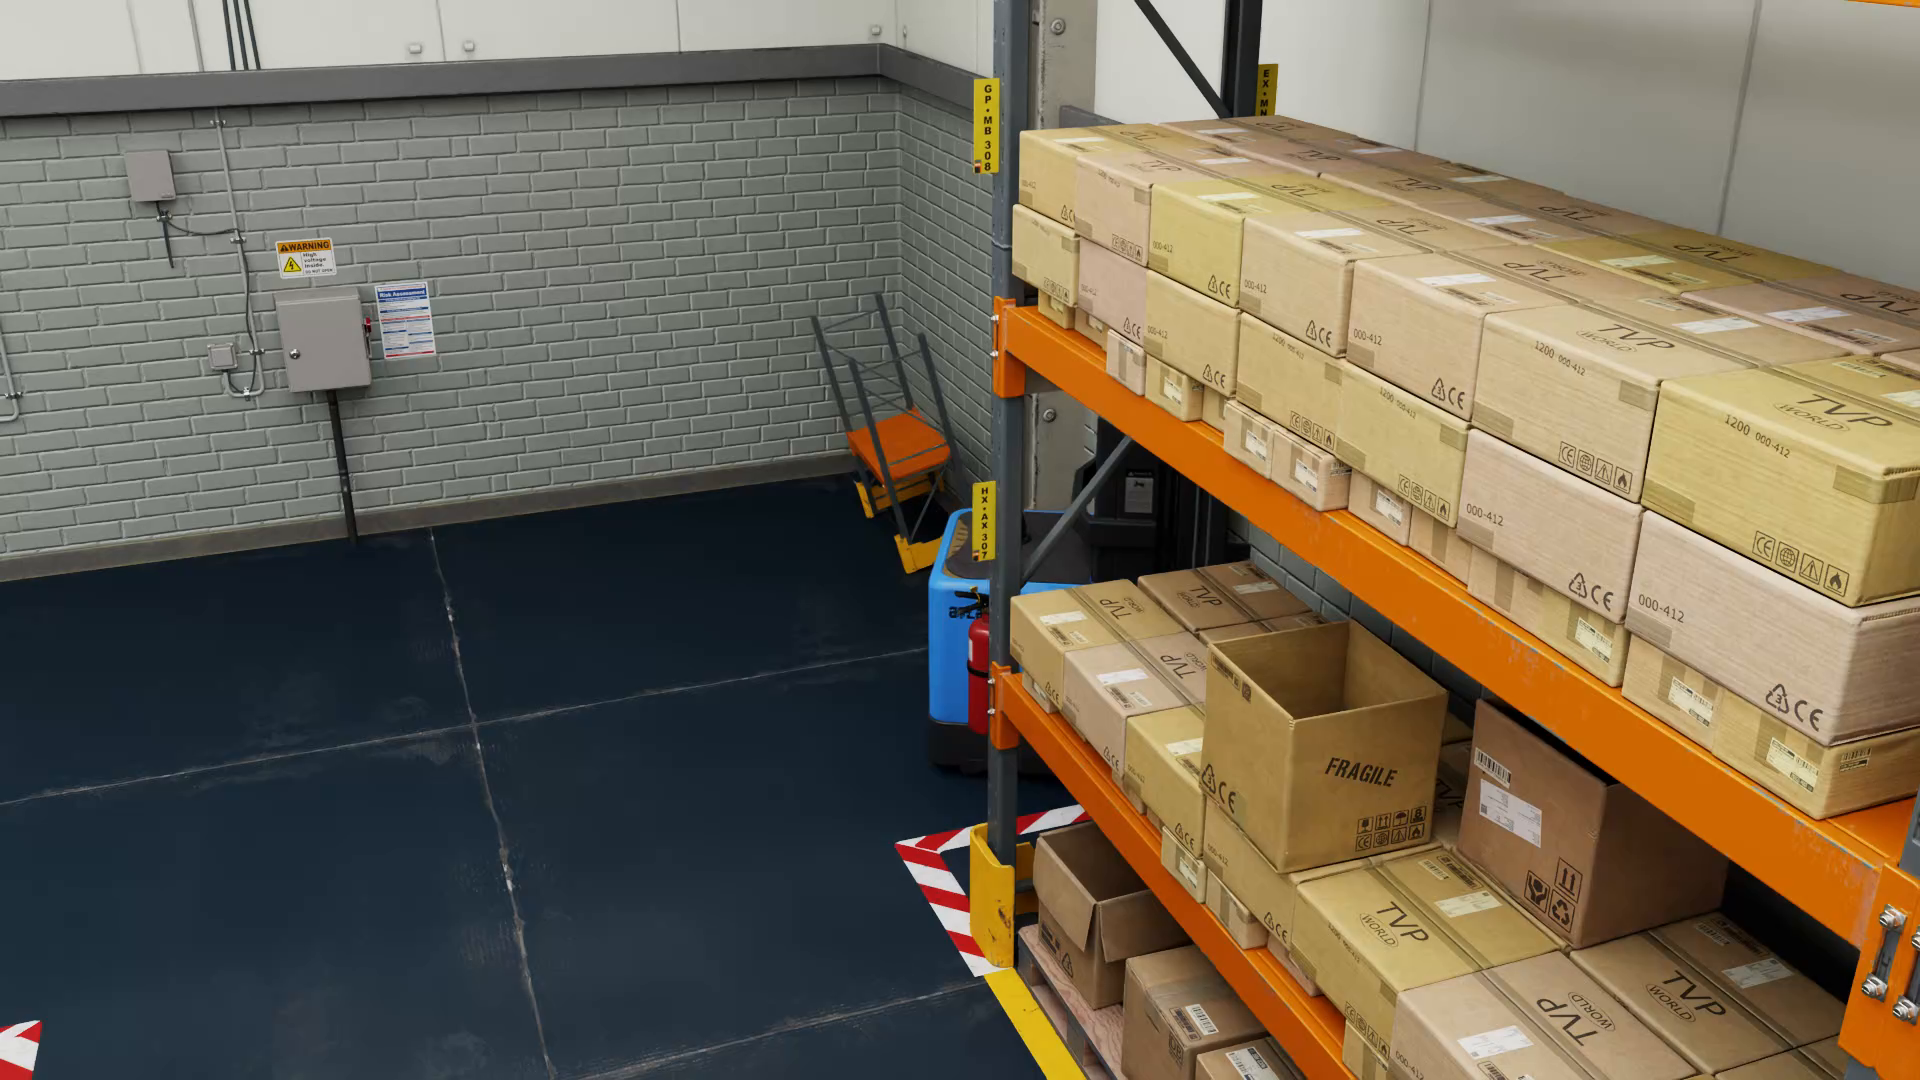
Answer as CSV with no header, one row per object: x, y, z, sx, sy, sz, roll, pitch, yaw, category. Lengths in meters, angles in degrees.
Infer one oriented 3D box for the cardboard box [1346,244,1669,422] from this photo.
1.255,-0.493,3.861,0.500,0.250,0.500,-8,24,-18,cardboard box

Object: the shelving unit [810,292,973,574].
-0.420,-0.726,10.907,0.587,1.500,1.083,-21,27,-10,shelving unit

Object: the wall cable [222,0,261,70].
-2.987,-4.345,9.924,2.988,3.039,0.133,-8,24,-19,wall cable

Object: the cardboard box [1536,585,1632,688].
1.444,0.162,3.465,0.380,0.149,0.250,-8,24,-17,cardboard box

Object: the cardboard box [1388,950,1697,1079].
1.418,1.307,4.097,0.500,0.250,0.500,-8,24,-19,cardboard box

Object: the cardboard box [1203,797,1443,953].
1.073,0.937,4.975,0.500,0.250,0.500,-9,24,-20,cardboard box

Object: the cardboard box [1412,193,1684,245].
1.549,-0.744,4.457,0.500,0.250,0.500,-8,24,-19,cardboard box

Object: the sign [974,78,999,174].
0.097,-1.457,5.858,0.100,0.325,0.005,-8,24,-19,sign

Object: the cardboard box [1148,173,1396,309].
0.878,-0.864,4.741,0.500,0.250,0.500,-9,24,-20,cardboard box

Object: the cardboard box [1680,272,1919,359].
1.911,-0.379,3.591,0.500,0.250,0.500,-9,24,-20,cardboard box

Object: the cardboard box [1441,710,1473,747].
1.367,0.684,5.575,0.500,0.250,0.500,-8,24,-17,cardboard box

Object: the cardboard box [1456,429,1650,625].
1.419,-0.072,3.507,0.500,0.250,0.500,-9,25,-21,cardboard box

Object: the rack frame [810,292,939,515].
-0.570,-0.910,11.346,0.500,1.500,0.032,-21,27,-10,rack frame

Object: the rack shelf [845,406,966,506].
-0.372,-0.568,10.979,0.538,0.185,1.000,-21,27,-10,rack shelf

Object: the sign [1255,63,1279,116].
1.130,-1.606,6.196,0.100,0.325,0.005,-8,24,-19,sign

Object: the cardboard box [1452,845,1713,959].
1.731,1.053,4.700,0.500,0.250,0.500,-8,24,-18,cardboard box

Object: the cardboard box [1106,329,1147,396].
0.683,-0.574,5.210,0.380,0.149,0.250,-8,24,-18,cardboard box

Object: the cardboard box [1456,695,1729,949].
1.740,0.716,4.535,0.500,0.500,0.500,-9,24,-20,cardboard box

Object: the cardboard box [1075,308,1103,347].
0.616,-0.774,5.685,0.380,0.149,0.250,-8,24,-18,cardboard box

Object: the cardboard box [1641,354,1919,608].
1.614,-0.124,2.987,0.500,0.250,0.500,-8,24,-19,cardboard box

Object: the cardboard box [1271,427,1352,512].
1.042,-0.205,4.336,0.380,0.149,0.250,-8,24,-18,cardboard box

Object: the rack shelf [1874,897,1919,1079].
2.724,1.383,1.172,1.077,0.370,4.000,-8,24,-19,rack shelf

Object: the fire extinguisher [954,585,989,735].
0.120,0.471,6.851,0.296,0.674,0.183,-8,24,-19,fire extinguisher

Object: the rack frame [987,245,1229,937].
0.604,0.253,6.787,1.000,3.000,0.127,-8,24,-19,rack frame

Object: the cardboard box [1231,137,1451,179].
1.205,-1.115,5.338,0.500,0.250,0.500,-9,25,-21,cardboard box

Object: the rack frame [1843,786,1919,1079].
2.017,1.707,3.339,1.000,3.000,0.127,-8,24,-19,rack frame

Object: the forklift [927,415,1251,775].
1.386,-0.290,8.165,3.031,2.935,1.130,3,23,6,forklift

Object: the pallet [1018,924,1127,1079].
0.914,1.856,6.576,1.003,0.211,1.213,-8,24,-19,pallet

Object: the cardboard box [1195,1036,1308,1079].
1.090,1.969,5.395,0.500,0.500,0.500,-8,24,-18,cardboard box

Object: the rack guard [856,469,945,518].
-0.413,-0.373,11.623,0.587,0.250,0.087,-21,27,-10,rack guard

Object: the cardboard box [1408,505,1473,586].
1.294,-0.029,3.918,0.380,0.149,0.250,-8,24,-17,cardboard box

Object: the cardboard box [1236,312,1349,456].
1.078,-0.444,4.389,0.500,0.250,0.500,-9,24,-20,cardboard box

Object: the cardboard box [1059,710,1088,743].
0.597,0.612,6.259,0.380,0.149,0.250,-8,24,-18,cardboard box

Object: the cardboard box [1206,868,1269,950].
0.984,1.094,5.116,0.380,0.149,0.250,-8,24,-18,cardboard box

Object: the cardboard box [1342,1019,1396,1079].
1.258,1.370,4.460,0.380,0.149,0.250,-9,24,-20,cardboard box

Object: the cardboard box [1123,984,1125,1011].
0.845,1.768,6.322,0.380,0.149,0.250,-9,25,-21,cardboard box

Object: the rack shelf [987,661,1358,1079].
1.311,1.311,5.203,1.077,0.370,4.000,-8,24,-19,rack shelf

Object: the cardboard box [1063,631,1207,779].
0.691,0.570,5.845,0.500,0.250,0.500,-8,24,-18,cardboard box

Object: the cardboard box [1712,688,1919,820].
1.614,0.350,3.019,0.380,0.149,0.250,-9,24,-19,cardboard box

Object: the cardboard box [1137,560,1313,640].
1.015,0.316,6.448,0.500,0.250,0.500,-8,24,-17,cardboard box

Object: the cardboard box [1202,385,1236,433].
0.927,-0.398,4.794,0.380,0.149,0.250,-9,24,-20,cardboard box

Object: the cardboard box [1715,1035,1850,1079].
2.095,1.422,3.825,0.500,0.250,0.500,-9,24,-20,cardboard box

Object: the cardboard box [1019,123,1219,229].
0.526,-1.232,5.614,0.500,0.250,0.500,-9,24,-20,cardboard box

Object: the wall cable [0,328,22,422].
-6.052,-1.593,9.818,0.585,1.953,0.123,-8,24,-19,wall cable

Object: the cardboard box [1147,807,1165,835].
0.853,0.899,5.579,0.380,0.149,0.250,-8,24,-18,cardboard box

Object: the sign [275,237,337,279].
-4.160,-1.793,10.580,0.339,0.242,0.001,-8,24,-19,sign

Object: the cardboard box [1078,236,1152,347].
0.704,-0.816,5.273,0.500,0.250,0.500,-8,24,-18,cardboard box
